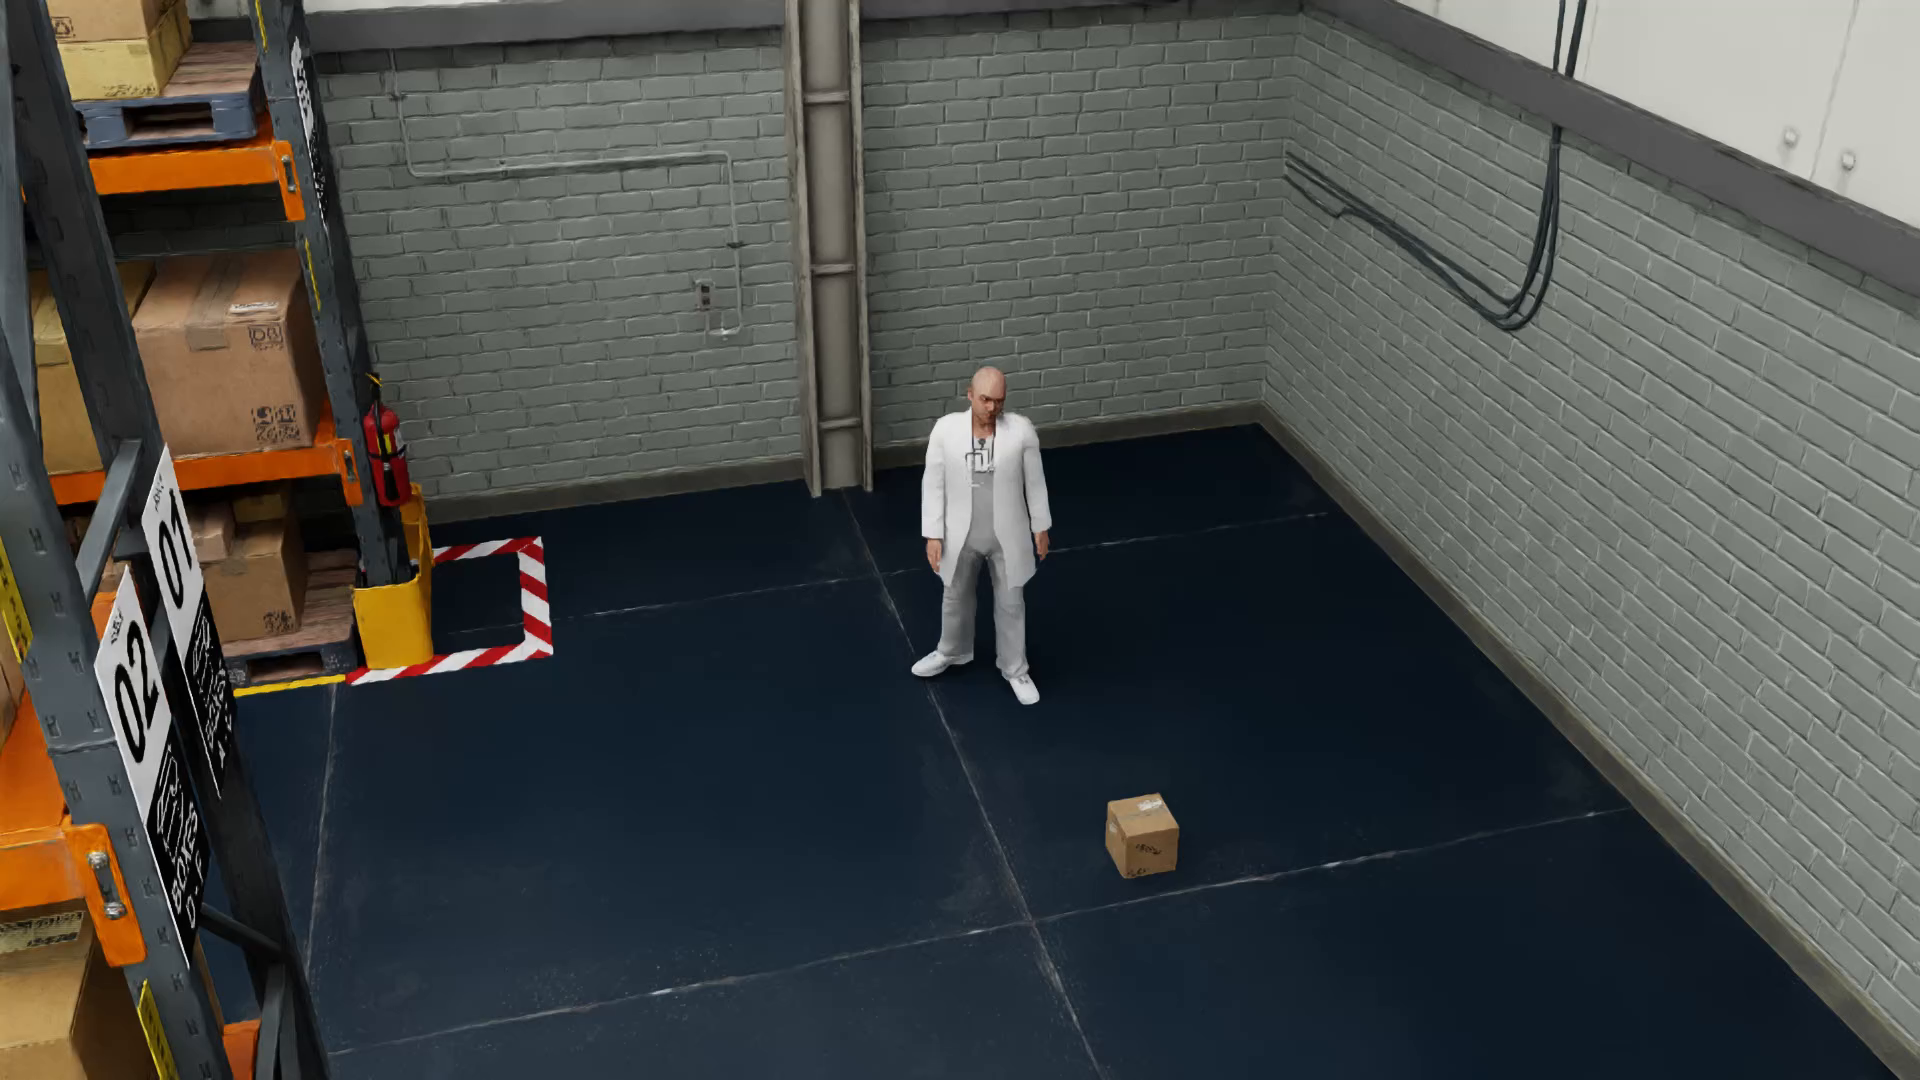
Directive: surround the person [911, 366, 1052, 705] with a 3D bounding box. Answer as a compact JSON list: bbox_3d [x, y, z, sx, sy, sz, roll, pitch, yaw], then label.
[{"bbox_3d":[0.097,-0.035,8.285,0.717,1.782,0.440,4,30,6],"label":"person"}]
